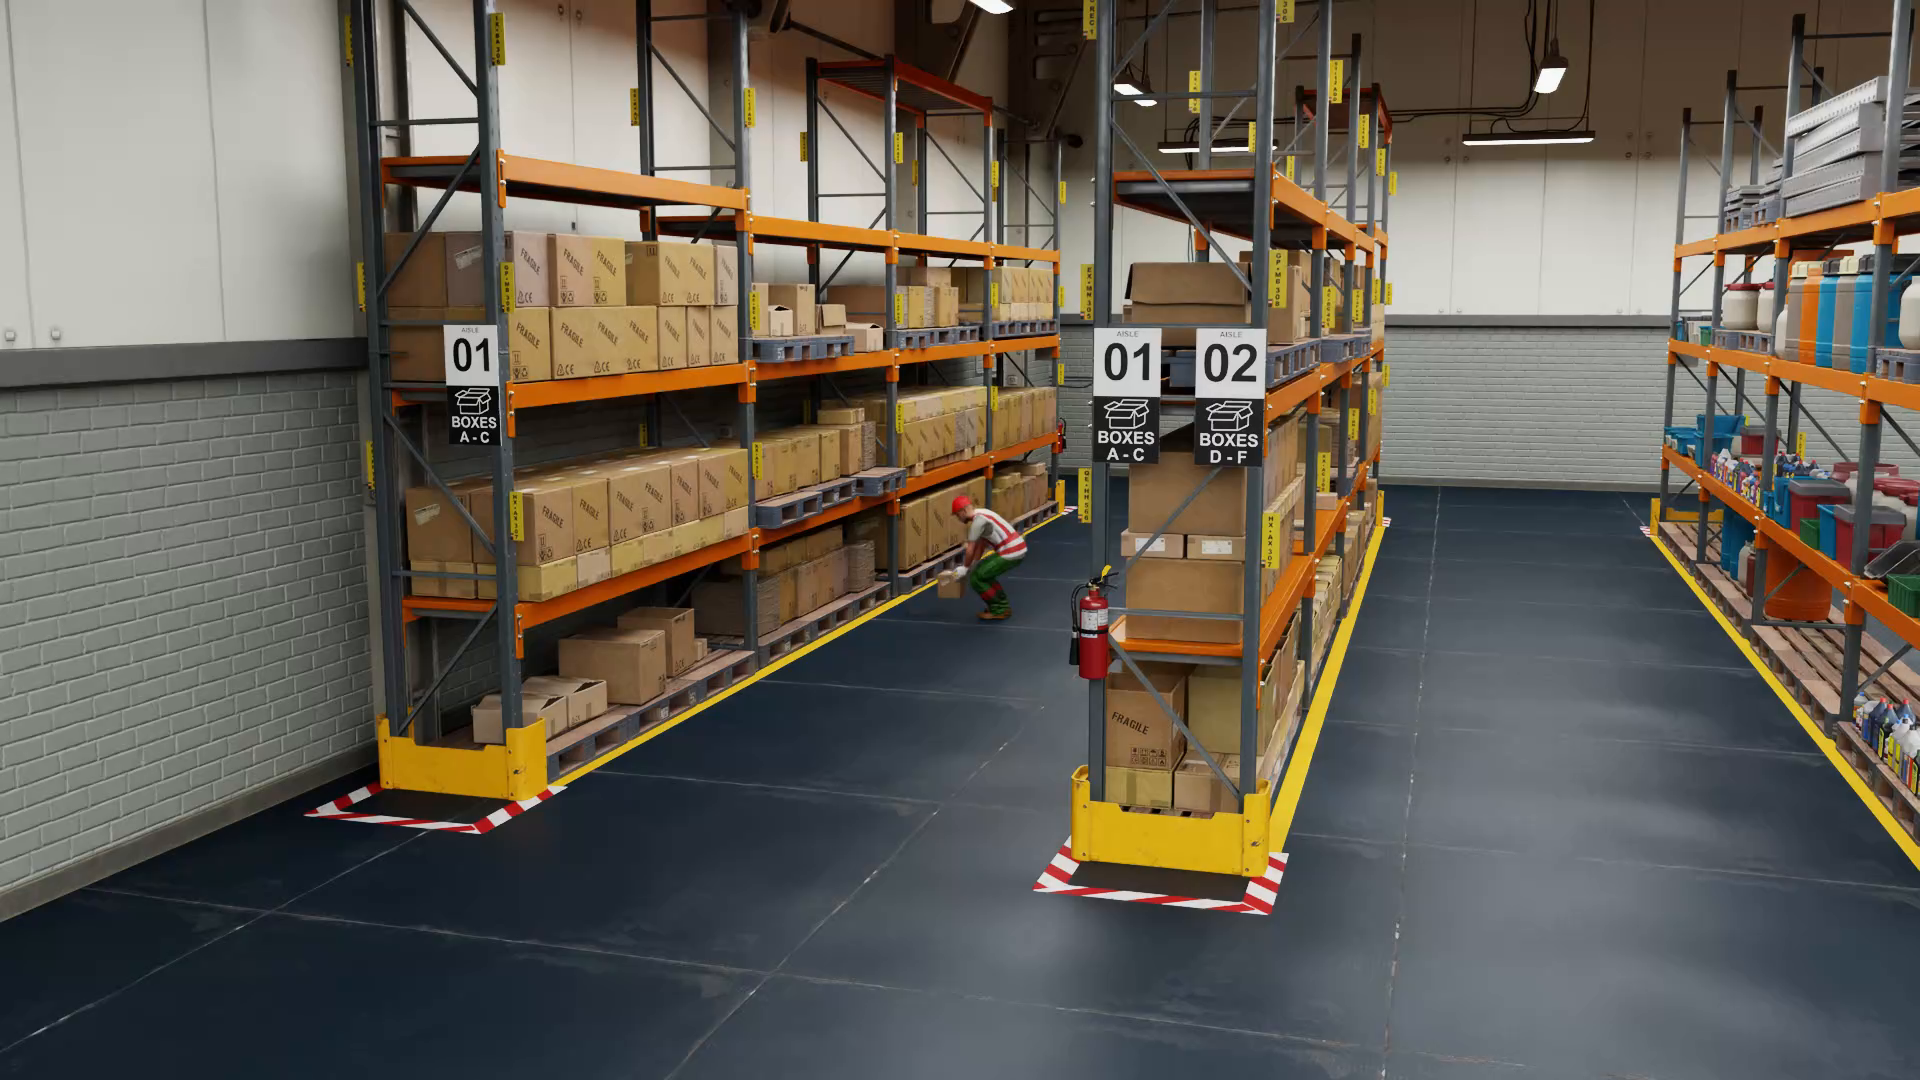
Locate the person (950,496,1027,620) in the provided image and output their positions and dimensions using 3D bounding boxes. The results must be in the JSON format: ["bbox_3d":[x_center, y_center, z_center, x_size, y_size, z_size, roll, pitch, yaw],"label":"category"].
[{"bbox_3d":[0.292,0.186,17.694,0.816,1.295,0.585,2,9,16],"label":"person"}]
